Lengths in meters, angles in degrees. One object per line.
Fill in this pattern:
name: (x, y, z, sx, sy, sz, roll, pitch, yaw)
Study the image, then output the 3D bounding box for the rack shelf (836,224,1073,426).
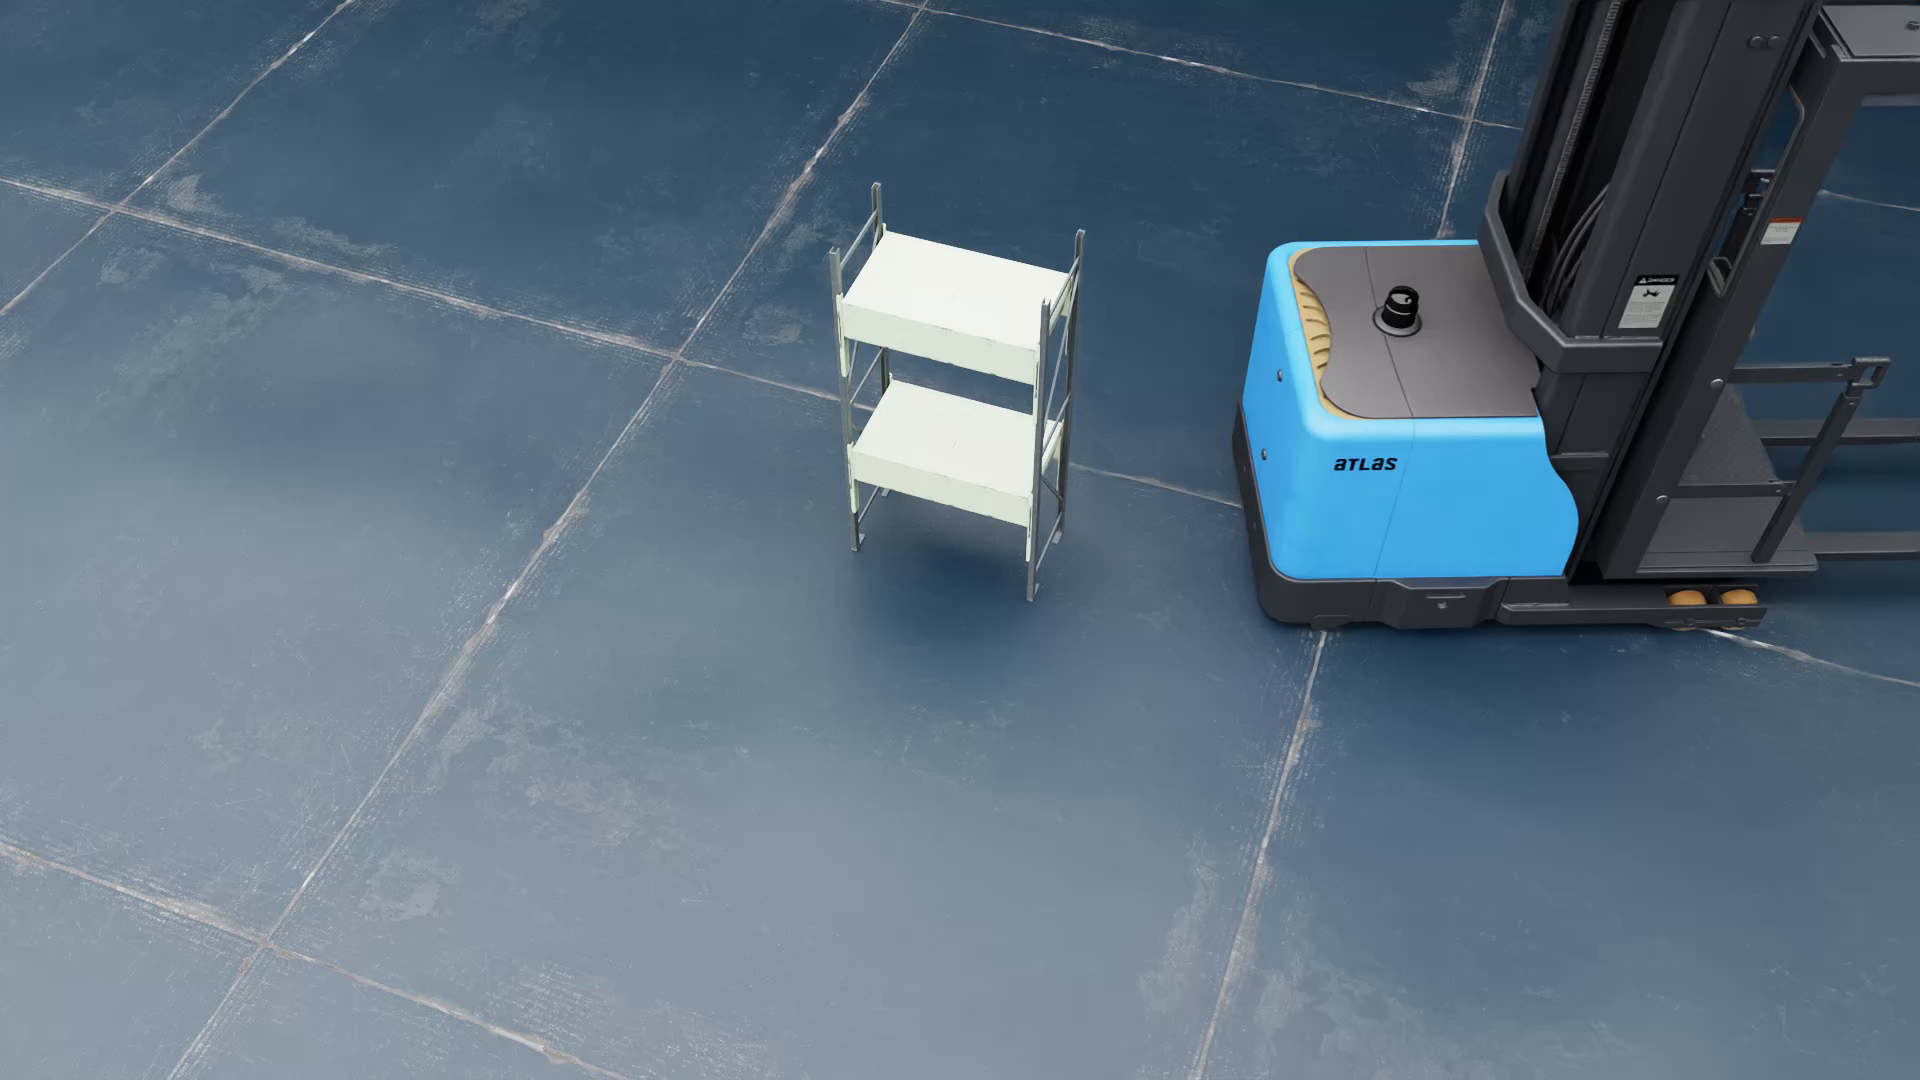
rack shelf: (-0.006, -0.749, 5.756, 0.720, 0.370, 0.431, 16, 51, 13)

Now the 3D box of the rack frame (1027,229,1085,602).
rack frame: (0.337, -0.397, 5.968, 0.023, 1.500, 0.400, 16, 51, 13)

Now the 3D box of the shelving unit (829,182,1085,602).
shelving unit: (-0.006, -0.493, 6.051, 0.755, 1.500, 0.431, 16, 51, 13)

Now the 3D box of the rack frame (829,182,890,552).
rack frame: (-0.350, -0.589, 6.134, 0.023, 1.500, 0.400, 16, 51, 13)

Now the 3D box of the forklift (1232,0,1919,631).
forklift: (2.646, -1.019, 5.560, 3.031, 2.935, 1.130, -1, 49, -1)

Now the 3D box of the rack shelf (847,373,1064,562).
rack shelf: (-0.006, -0.279, 6.298, 0.720, 0.370, 0.431, 16, 51, 13)
